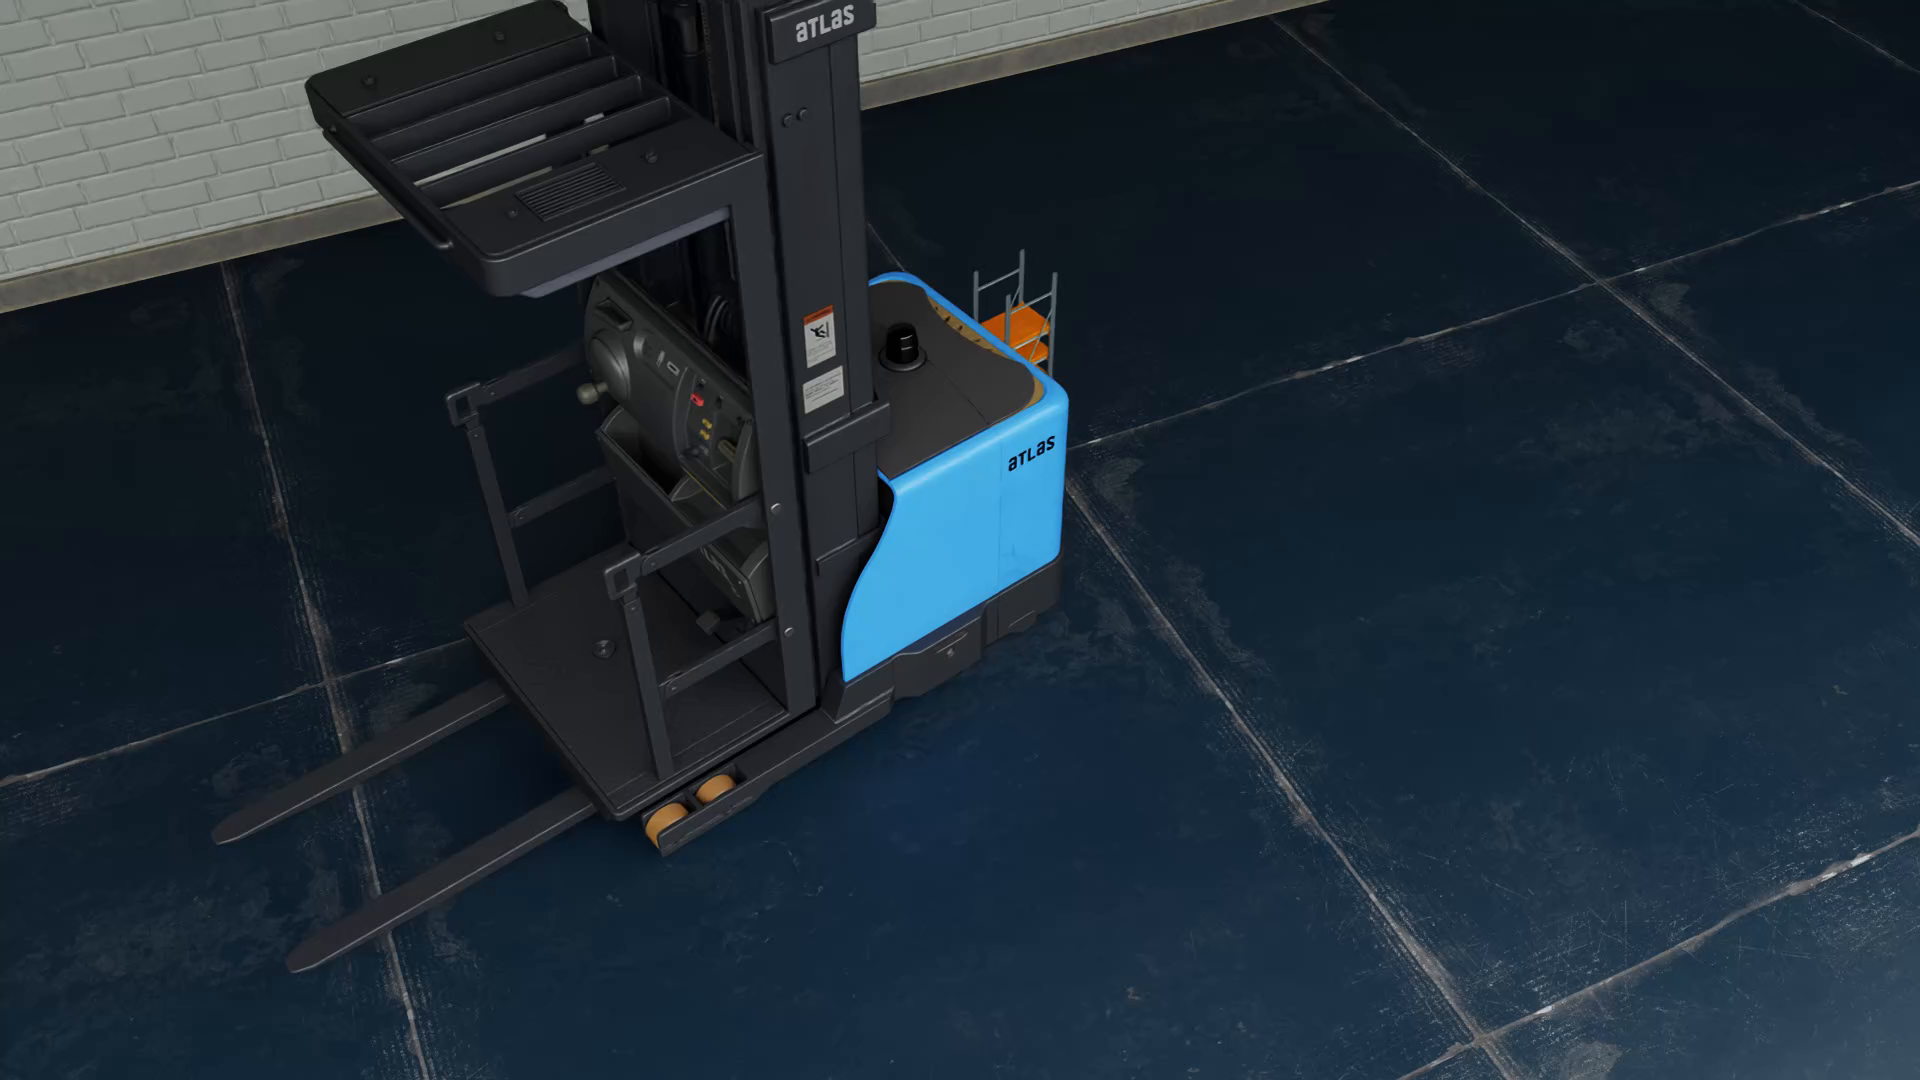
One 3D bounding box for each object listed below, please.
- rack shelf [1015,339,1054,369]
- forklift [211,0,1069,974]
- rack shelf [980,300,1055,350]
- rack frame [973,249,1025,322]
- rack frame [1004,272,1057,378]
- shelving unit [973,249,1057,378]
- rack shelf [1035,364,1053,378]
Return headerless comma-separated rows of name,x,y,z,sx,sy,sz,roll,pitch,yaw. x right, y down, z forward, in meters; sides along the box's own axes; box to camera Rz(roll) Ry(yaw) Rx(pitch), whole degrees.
rack shelf,0.200,-0.681,6.307,0.258,0.103,0.180,-29,52,-27
forklift,-1.073,-0.405,5.074,3.031,2.935,1.130,-29,52,-26
rack shelf,0.200,-0.767,6.223,0.258,0.103,0.180,-29,52,-27
rack frame,0.142,-0.592,6.496,0.240,1.200,0.006,-29,52,-27
rack frame,0.257,-0.492,6.394,0.240,1.200,0.006,-29,52,-27
shelving unit,0.200,-0.542,6.445,0.258,1.200,0.189,-29,52,-27
rack shelf,0.200,-0.596,6.392,0.258,0.103,0.180,-29,52,-27
